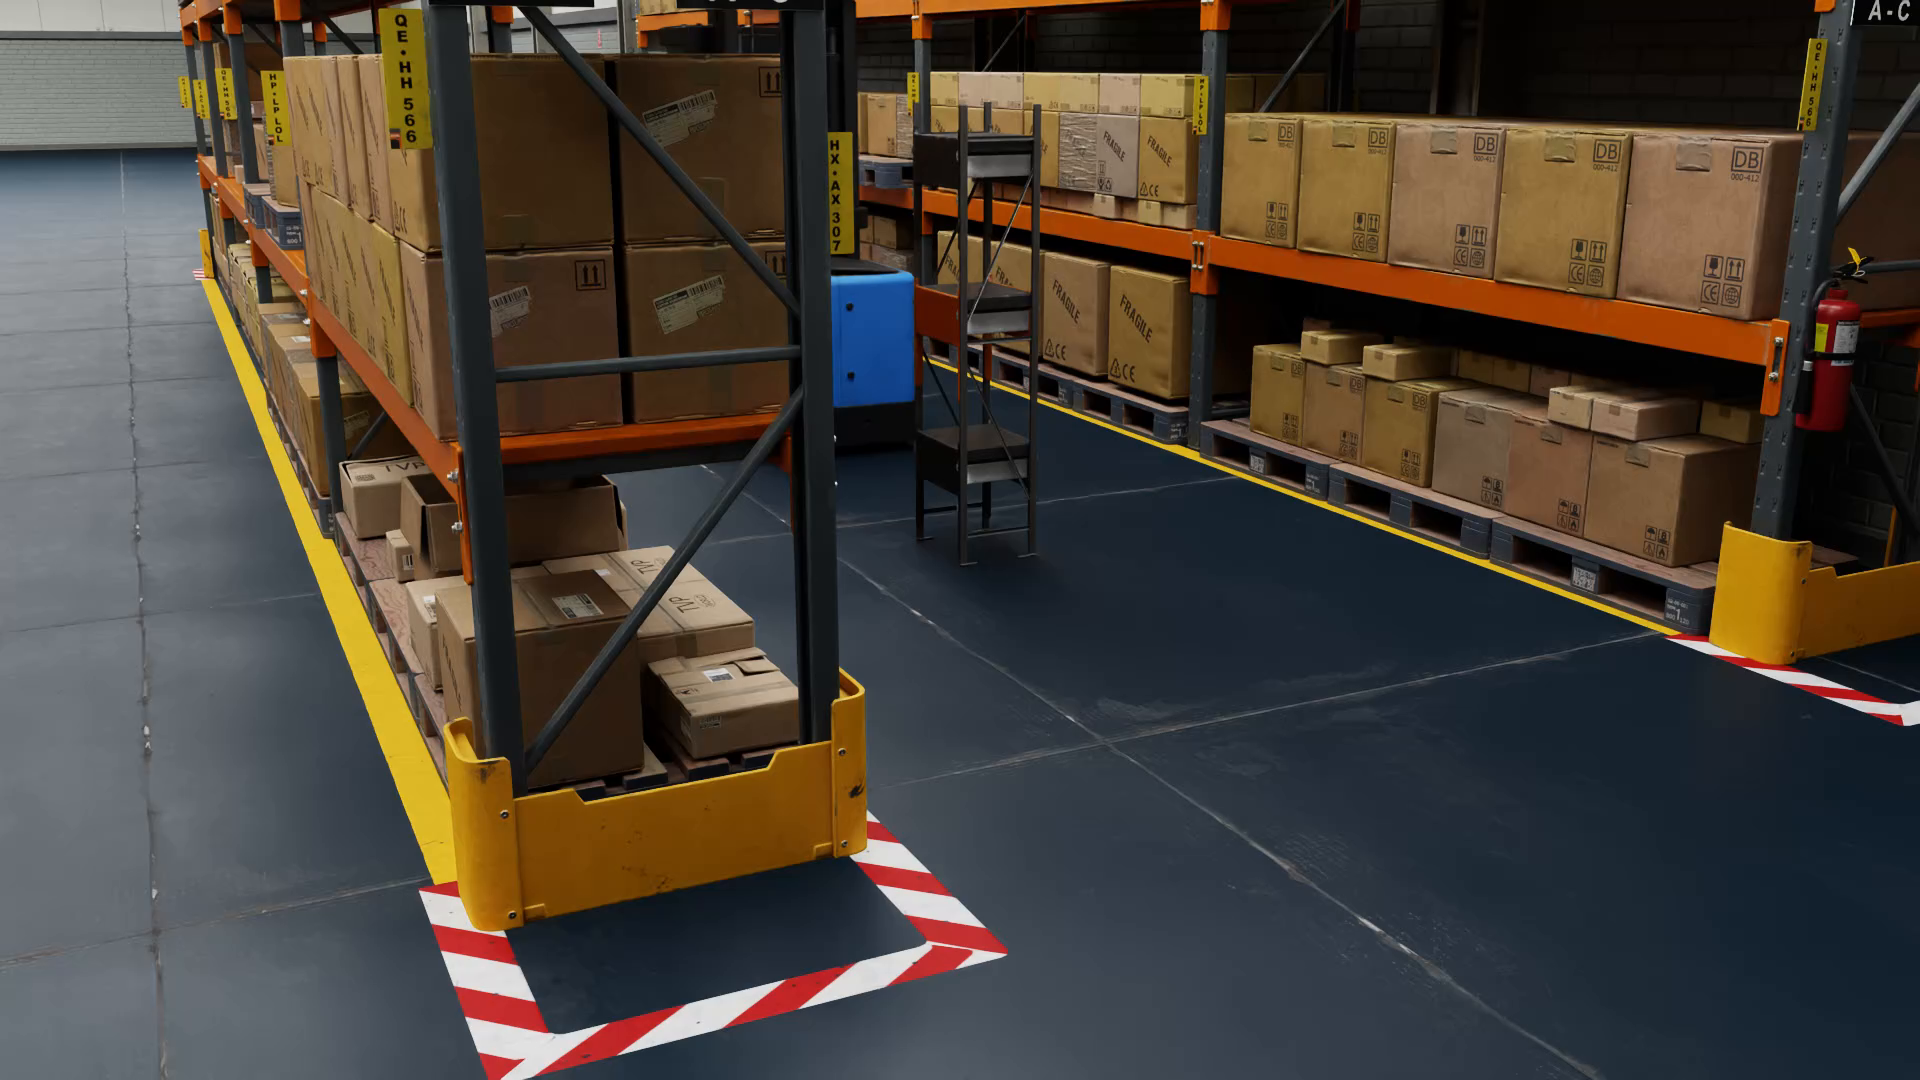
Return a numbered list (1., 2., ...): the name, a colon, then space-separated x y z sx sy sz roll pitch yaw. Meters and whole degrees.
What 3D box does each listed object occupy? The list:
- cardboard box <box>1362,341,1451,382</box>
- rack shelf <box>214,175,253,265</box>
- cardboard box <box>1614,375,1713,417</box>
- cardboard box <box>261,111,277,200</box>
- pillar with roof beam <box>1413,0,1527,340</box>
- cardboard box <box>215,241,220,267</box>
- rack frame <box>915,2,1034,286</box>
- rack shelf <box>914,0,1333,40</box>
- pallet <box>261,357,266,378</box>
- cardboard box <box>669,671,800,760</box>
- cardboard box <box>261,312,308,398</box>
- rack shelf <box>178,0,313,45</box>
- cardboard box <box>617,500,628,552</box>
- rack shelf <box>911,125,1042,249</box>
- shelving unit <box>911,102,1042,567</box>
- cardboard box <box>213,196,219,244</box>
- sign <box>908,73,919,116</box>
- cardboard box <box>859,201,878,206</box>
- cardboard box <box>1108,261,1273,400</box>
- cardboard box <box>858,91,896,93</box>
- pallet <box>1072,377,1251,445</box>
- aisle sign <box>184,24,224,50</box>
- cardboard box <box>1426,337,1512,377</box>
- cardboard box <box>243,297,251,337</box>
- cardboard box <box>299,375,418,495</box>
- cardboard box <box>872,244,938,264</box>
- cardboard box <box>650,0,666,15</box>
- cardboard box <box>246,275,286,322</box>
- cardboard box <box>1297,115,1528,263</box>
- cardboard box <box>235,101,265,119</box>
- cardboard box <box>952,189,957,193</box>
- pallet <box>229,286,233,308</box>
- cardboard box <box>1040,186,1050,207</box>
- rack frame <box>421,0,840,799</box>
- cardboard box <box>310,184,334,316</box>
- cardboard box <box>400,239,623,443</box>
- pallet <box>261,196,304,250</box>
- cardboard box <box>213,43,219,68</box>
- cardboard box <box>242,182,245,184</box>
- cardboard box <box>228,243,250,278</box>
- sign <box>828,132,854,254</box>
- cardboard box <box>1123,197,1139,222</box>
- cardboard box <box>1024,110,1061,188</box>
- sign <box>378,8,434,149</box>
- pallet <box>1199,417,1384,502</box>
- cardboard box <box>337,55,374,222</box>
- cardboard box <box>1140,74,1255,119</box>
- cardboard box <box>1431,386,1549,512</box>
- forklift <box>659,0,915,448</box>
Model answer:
1. cardboard box: 2.324 -0.932 8.654 0.380 0.149 0.250 -8 18 -26
2. rack shelf: -5.207 -2.596 13.164 1.077 0.370 4.000 -8 18 -25
3. cardboard box: 3.241 -0.654 7.687 0.380 0.149 0.250 -8 18 -25
4. cardboard box: -3.724 -2.304 9.897 0.700 0.500 0.500 -4 17 -14
5. pillar with roof beam: -0.912 -4.348 7.088 9.100 9.000 0.400 -8 18 -25
6. cardboard box: -7.578 -3.026 17.582 0.500 0.250 0.500 -8 18 -25
7. rack frame: 0.121 -3.046 13.425 1.000 3.000 0.127 -8 18 -25
8. rack shelf: 0.997 -3.646 11.383 1.077 0.370 4.000 -8 18 -25
9. pallet: -4.656 -1.314 12.449 1.003 0.211 1.213 -8 18 -25
10. cardboard box: -0.700 0.551 5.263 0.380 0.149 0.250 -8 18 -25
11. cardboard box: -4.154 -1.179 10.657 0.500 0.500 0.500 -8 18 -27
12. rack shelf: -6.959 -5.030 16.206 1.077 0.370 4.000 -8 18 -25
13. cardboard box: -1.745 -0.080 7.169 0.500 0.311 0.500 -8 18 -25
14. rack shelf: 0.073 -1.628 7.629 0.431 0.518 0.480 -8 18 -25
15. shelving unit: 0.073 -0.968 7.818 0.431 2.100 0.503 -8 18 -25
16. cardboard box: -7.349 -3.264 17.052 0.500 0.500 0.500 -8 18 -25
17. sign: -0.363 -3.496 13.040 0.100 0.325 0.005 -8 18 -25
18. cardboard box: -1.098 -3.118 16.054 0.500 0.250 0.500 -8 18 -26
19. cardboard box: 1.472 -1.368 10.715 0.750 0.750 0.750 -7 18 -24
20. cardboard box: -0.884 -3.868 15.311 0.700 0.500 0.500 -5 17 -17
21. pallet: 1.467 -0.896 10.989 1.003 0.211 1.213 -8 18 -25
22. aisle sign: -8.139 -5.658 17.818 0.394 0.787 0.004 -8 18 -25
23. cardboard box: 2.682 -0.970 8.786 0.380 0.149 0.250 -7 18 -24
24. cardboard box: -5.455 -1.807 13.332 0.500 0.250 0.500 -7 18 -24
25. cardboard box: -3.052 -0.552 8.470 0.500 0.500 0.500 -8 18 -25
26. cardboard box: -0.363 -2.369 14.804 0.700 0.500 0.500 -8 18 -25
27. cardboard box: -3.259 -6.278 19.034 0.500 0.500 0.500 -6 17 -21
28. cardboard box: -5.015 -1.824 12.375 0.500 0.311 0.500 -8 18 -26
29. cardboard box: 2.411 -1.880 8.819 0.980 0.700 0.700 -8 18 -26
30. cardboard box: -6.395 -3.839 14.834 0.380 0.149 0.250 -8 18 -25
31. cardboard box: 0.159 -2.761 12.854 0.380 0.149 0.250 -7 18 -24
32. pallet: -6.394 -2.300 15.882 1.003 0.211 1.213 -8 18 -25
33. cardboard box: 0.739 -2.446 11.754 0.380 0.149 0.250 -8 18 -25
34. rack frame: -0.826 -0.462 4.424 1.000 3.000 0.127 -8 18 -25
35. cardboard box: -2.373 -1.216 6.870 0.500 0.500 0.500 -7 18 -24
36. cardboard box: -1.267 -0.589 4.682 0.500 0.500 0.500 -7 17 -23
37. pallet: -3.474 -1.872 9.684 1.003 0.211 1.213 -8 18 -25
38. cardboard box: -6.505 -4.344 15.417 0.700 0.500 0.500 -8 18 -25
39. cardboard box: -4.973 -2.515 12.032 0.380 0.149 0.250 -8 18 -25
40. cardboard box: -6.126 -2.455 14.574 0.500 0.311 0.500 -8 18 -25
41. sign: -0.338 -0.944 4.533 0.100 0.325 0.005 -8 18 -25
42. cardboard box: 1.266 -2.122 10.625 0.380 0.149 0.250 -7 17 -23
43. cardboard box: 0.776 -2.712 11.508 0.500 0.500 0.500 -7 17 -23
44. sign: -1.333 -1.109 4.004 0.100 0.325 0.005 -8 18 -25
45. pallet: 2.136 -0.515 9.664 1.003 0.211 1.213 -8 18 -25
46. cardboard box: -1.721 -1.321 5.423 0.500 0.500 0.500 -7 17 -23
47. cardboard box: 1.439 -2.700 10.104 0.500 0.250 0.500 -7 18 -24
48. cardboard box: 2.789 -0.472 8.229 0.700 0.500 0.500 -8 18 -27
49. forklift: -1.287 -2.281 10.886 1.130 2.935 3.031 -7 17 -22
